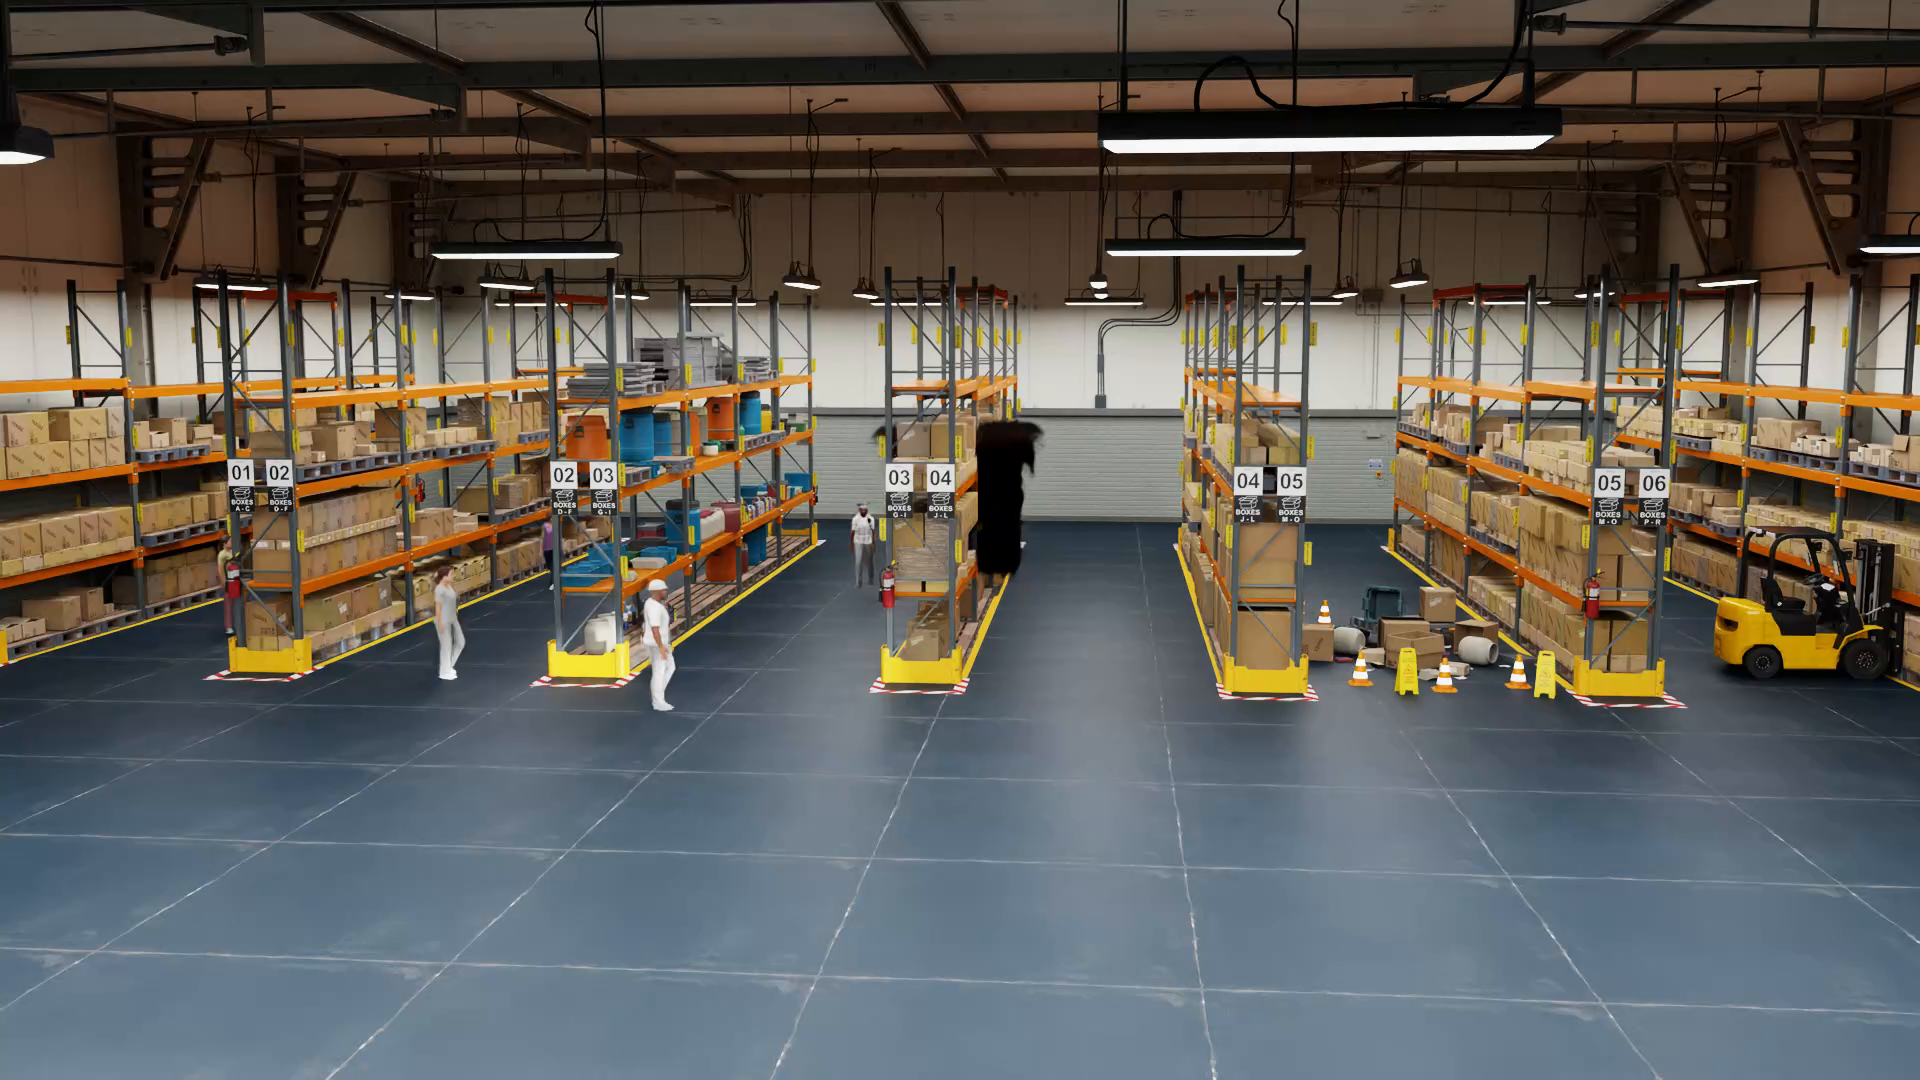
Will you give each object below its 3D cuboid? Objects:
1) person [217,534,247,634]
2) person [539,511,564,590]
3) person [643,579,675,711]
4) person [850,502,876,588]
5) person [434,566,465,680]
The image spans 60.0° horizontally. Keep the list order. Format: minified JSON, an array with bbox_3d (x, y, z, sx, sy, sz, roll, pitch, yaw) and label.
[{"bbox_3d":[-12.382,0.752,28.314,0.407,1.718,0.578,5,8,34],"label":"person"},{"bbox_3d":[-8.171,0.187,33.273,0.413,1.561,0.816,0,7,2],"label":"person"},{"bbox_3d":[-4.068,1.430,22.467,0.432,1.811,0.610,0,7,3],"label":"person"},{"bbox_3d":[-1.848,0.075,31.646,0.510,1.640,0.921,0,7,0],"label":"person"},{"bbox_3d":[-7.611,1.208,24.546,0.474,1.671,0.544,2,7,19],"label":"person"}]
